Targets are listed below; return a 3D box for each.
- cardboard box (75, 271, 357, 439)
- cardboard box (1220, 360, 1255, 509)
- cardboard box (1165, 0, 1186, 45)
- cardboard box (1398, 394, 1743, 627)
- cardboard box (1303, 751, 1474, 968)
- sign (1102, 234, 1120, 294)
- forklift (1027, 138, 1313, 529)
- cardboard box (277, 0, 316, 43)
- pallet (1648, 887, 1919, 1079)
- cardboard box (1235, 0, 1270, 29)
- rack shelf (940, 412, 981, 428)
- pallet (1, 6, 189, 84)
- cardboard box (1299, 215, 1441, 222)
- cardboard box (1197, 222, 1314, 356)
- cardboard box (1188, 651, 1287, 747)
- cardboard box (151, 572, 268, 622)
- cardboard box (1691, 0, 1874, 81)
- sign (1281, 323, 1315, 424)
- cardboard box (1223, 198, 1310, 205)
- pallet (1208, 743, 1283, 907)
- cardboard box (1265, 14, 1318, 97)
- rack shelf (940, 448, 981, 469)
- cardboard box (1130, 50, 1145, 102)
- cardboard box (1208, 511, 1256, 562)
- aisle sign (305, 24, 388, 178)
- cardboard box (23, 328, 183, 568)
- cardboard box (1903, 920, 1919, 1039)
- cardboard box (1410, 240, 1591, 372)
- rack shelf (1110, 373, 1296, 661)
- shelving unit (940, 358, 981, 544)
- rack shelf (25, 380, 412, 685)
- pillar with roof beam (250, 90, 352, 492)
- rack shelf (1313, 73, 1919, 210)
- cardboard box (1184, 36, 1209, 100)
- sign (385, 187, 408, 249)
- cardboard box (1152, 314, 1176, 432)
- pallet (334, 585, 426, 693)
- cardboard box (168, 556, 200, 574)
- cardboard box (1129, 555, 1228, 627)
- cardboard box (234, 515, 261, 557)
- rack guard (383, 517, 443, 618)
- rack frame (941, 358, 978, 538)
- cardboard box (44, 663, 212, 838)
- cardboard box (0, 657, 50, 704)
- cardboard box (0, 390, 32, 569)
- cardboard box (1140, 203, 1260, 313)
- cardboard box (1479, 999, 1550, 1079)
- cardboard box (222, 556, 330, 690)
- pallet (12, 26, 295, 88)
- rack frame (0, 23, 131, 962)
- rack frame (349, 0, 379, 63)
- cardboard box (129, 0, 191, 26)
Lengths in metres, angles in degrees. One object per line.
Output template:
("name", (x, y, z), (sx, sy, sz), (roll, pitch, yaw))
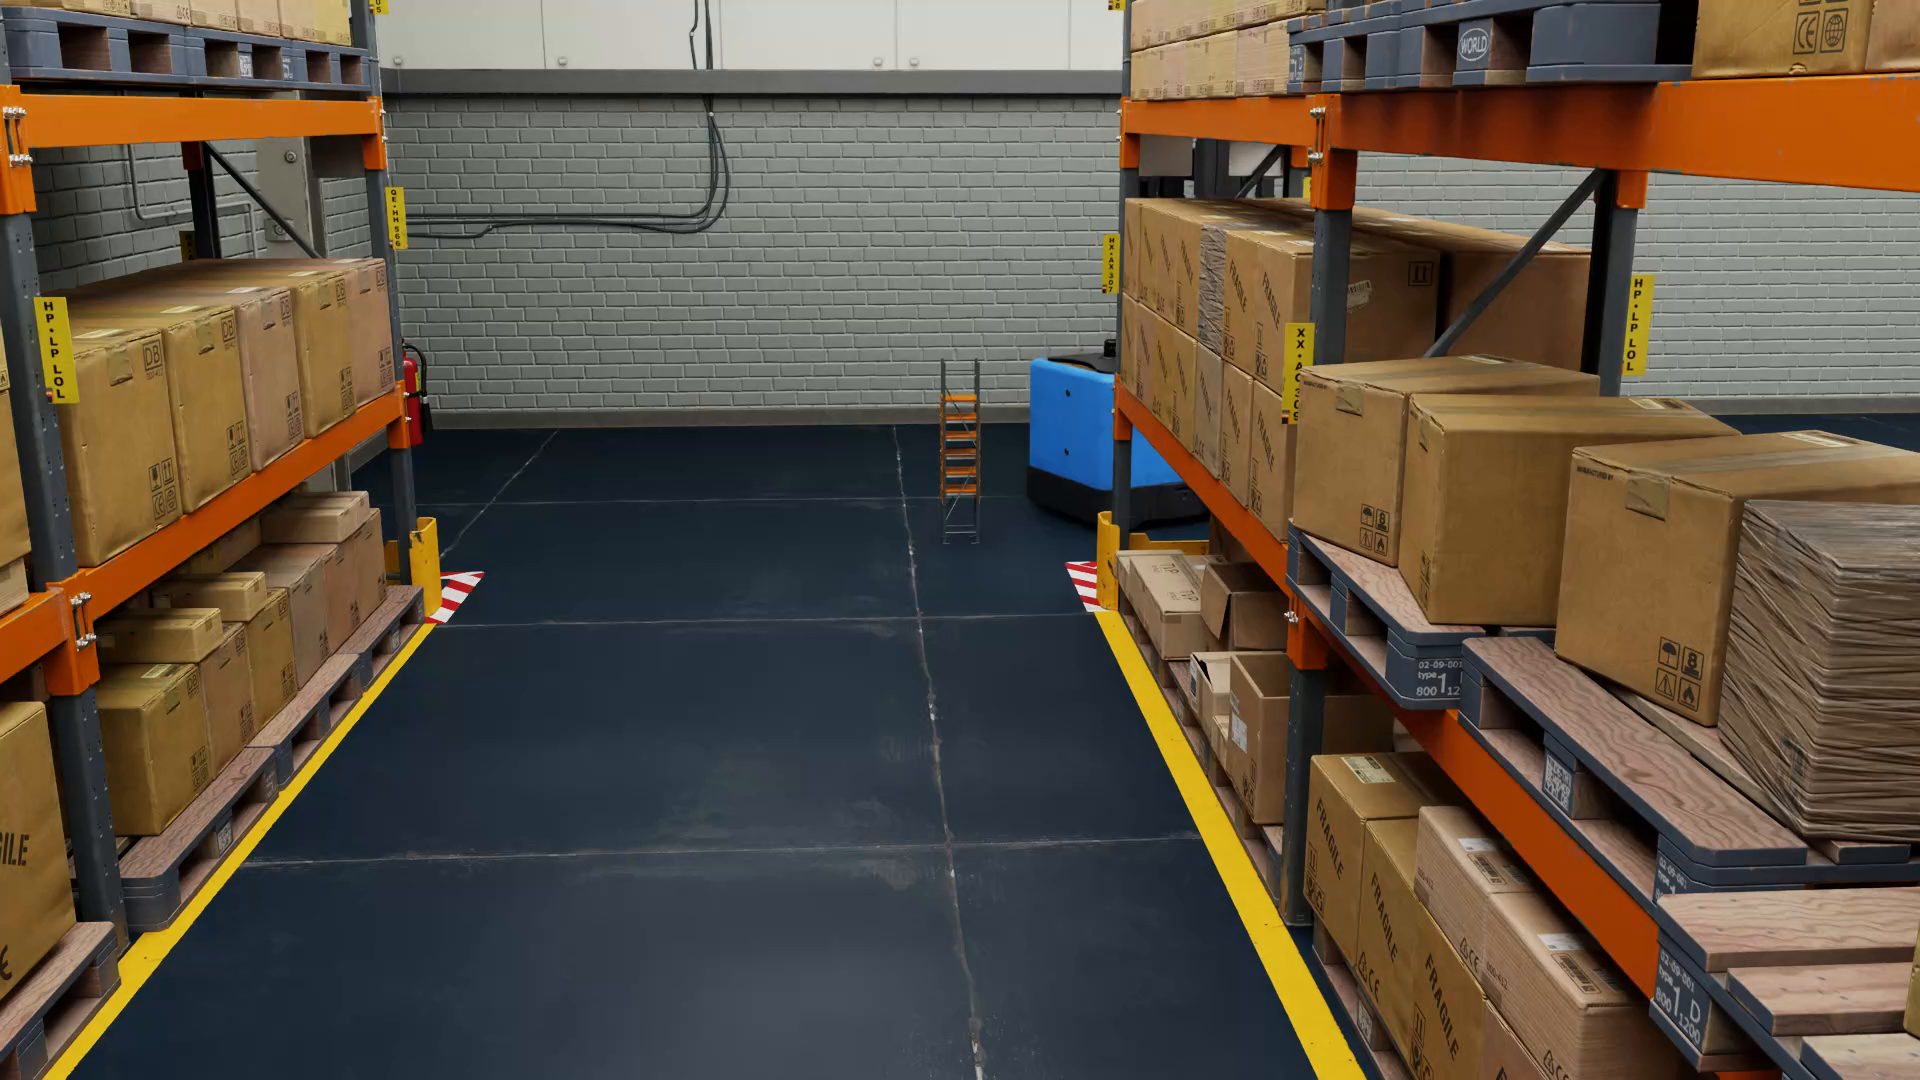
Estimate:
("cardboard box", (-3.464, -0.880, 7.824), (0.980, 0.700, 0.700), (-1, 14, -4))
("cardboard box", (1.310, -0.422, 6.444), (0.500, 0.500, 0.500), (0, 14, -2))
("cardboard box", (1.216, -2.361, 7.461), (0.500, 0.250, 0.500), (-1, 14, -3))
("cardboard box", (1.542, -0.085, 4.294), (0.700, 0.500, 0.500), (1, 14, 5))
("cardboard box", (1.417, 0.997, 5.265), (0.500, 0.500, 0.500), (-2, 15, -6))
("sign", (0.841, -1.530, 9.217), (0.100, 0.325, 0.005), (-1, 14, -3))
("forklift", (2.021, -1.734, 11.885), (3.031, 2.935, 1.130), (-8, 16, -28))
("cardboard box", (-3.218, -2.366, 7.442), (0.500, 0.250, 0.500), (-1, 14, -6))
("pallet", (1.766, 0.796, 2.299), (1.213, 0.211, 1.003), (-1, 14, -3))
("cardboard box", (1.301, -1.988, 6.011), (0.500, 0.250, 0.500), (-1, 14, -3))
("rack shelf", (0.001, -0.767, 10.814), (0.258, 0.103, 0.180), (-1, 14, -3))
("pallet", (-3.354, -1.661, 5.619), (1.003, 0.211, 1.213), (-1, 14, -3))
("cardboard box", (1.785, -1.163, 7.321), (0.500, 0.500, 0.500), (0, 14, -2))
("cardboard box", (1.275, -1.032, 6.809), (0.500, 0.500, 0.500), (-1, 14, -3))
("cardboard box", (1.265, 0.641, 7.030), (0.500, 0.311, 0.500), (-1, 14, -3))
("cardboard box", (-3.130, 0.240, 6.944), (0.380, 0.149, 0.250), (-1, 14, -5))
("cardboard box", (1.753, -0.995, 2.654), (0.910, 0.500, 0.500), (-1, 14, -3))
("sign", (1.089, -0.534, 5.343), (0.100, 0.325, 0.005), (-1, 14, -3))
("cardboard box", (1.684, -1.546, 8.806), (0.500, 0.500, 0.500), (-1, 14, -4))
("pallet", (1.588, 1.055, 6.502), (1.003, 0.211, 1.213), (-1, 14, -3))
("cardboard box", (1.334, -1.621, 5.590), (0.500, 0.250, 0.500), (-1, 14, -3))
("rack shelf", (0.001, -0.534, 10.874), (0.258, 0.103, 0.180), (-1, 14, -3))
("cardboard box", (1.160, -2.368, 8.490), (0.500, 0.250, 0.500), (-1, 14, -3))
("cardboard box", (1.662, 0.010, 9.103), (0.500, 0.500, 0.500), (-1, 14, -3))
("aisle sign", (-3.267, -2.324, 8.820), (0.394, 0.787, 0.004), (-1, 14, -3))
("cardboard box", (-3.331, -0.328, 5.678), (0.980, 0.700, 0.700), (-1, 14, -3))
("cardboard box", (1.726, 0.464, 2.162), (0.700, 0.500, 0.500), (-6, 16, -22))
("cardboard box", (1.882, -0.779, 5.826), (0.500, 0.500, 0.500), (-1, 14, -2))
("rack shelf", (1.506, -0.274, 7.514), (1.077, 0.370, 4.000), (-1, 14, -3))
("shelving unit", (0.001, -0.577, 10.863), (0.258, 1.200, 0.189), (-1, 14, -3))
("rack shelf", (-3.438, -0.196, 7.213), (1.077, 0.370, 4.000), (-1, 14, -3))
("pillar with roof beam", (-0.296, -4.672, 11.125), (9.100, 9.000, 0.400), (-1, 14, -3))
("rack shelf", (1.754, -0.731, 3.274), (1.077, 0.370, 4.000), (-1, 14, -3))
("cardboard box", (1.248, -1.995, 7.040), (0.500, 0.250, 0.500), (-1, 14, -3))
("sign", (-3.019, -1.722, 8.902), (0.100, 0.325, 0.005), (-1, 14, -3))
("cardboard box", (1.212, -0.800, 7.916), (0.500, 0.500, 0.500), (-1, 14, -4))
("pallet", (-3.434, 0.506, 8.636), (1.003, 0.211, 1.213), (-1, 14, -3))
("cardboard box", (-3.530, 0.174, 7.203), (0.380, 0.149, 0.250), (-1, 14, -4))
("cardboard box", (1.164, 0.263, 8.619), (0.500, 0.250, 0.500), (-1, 14, -3))
("cardboard box", (-3.579, -0.016, 7.941), (0.380, 0.149, 0.250), (-1, 14, -3))
("rack guard", (-3.563, 0.163, 9.391), (1.175, 0.500, 0.348), (-1, 14, -3))
("rack frame", (-0.005, -0.600, 10.951), (0.240, 1.200, 0.006), (-1, 14, -3))
("cardboard box", (-3.258, 0.772, 6.178), (0.700, 0.500, 0.500), (-1, 14, -3))
("cardboard box", (-3.447, 0.497, 5.945), (0.380, 0.149, 0.250), (-1, 14, -4))
("cardboard box", (-3.034, -0.138, 4.707), (0.500, 0.500, 0.500), (-1, 14, -4))
("cardboard box", (1.186, -1.408, 8.271), (0.500, 0.500, 0.500), (-1, 14, -3))
("cardboard box", (1.515, 1.380, 3.778), (0.500, 0.500, 0.500), (-1, 14, -6))
("cardboard box", (-3.356, 0.387, 7.675), (0.700, 0.500, 0.500), (-1, 14, -5))
("pallet", (-3.427, -1.963, 6.795), (1.003, 0.211, 1.213), (-1, 14, -3))
("rack frame", (-3.314, -0.047, 5.190), (1.000, 3.000, 0.127), (-1, 14, -3))
("rack frame", (-3.562, -3.947, 8.309), (1.000, 3.000, 0.127), (-1, 14, -3))
("cardboard box", (-3.111, -1.982, 5.947), (0.500, 0.250, 0.500), (-1, 14, -5))
